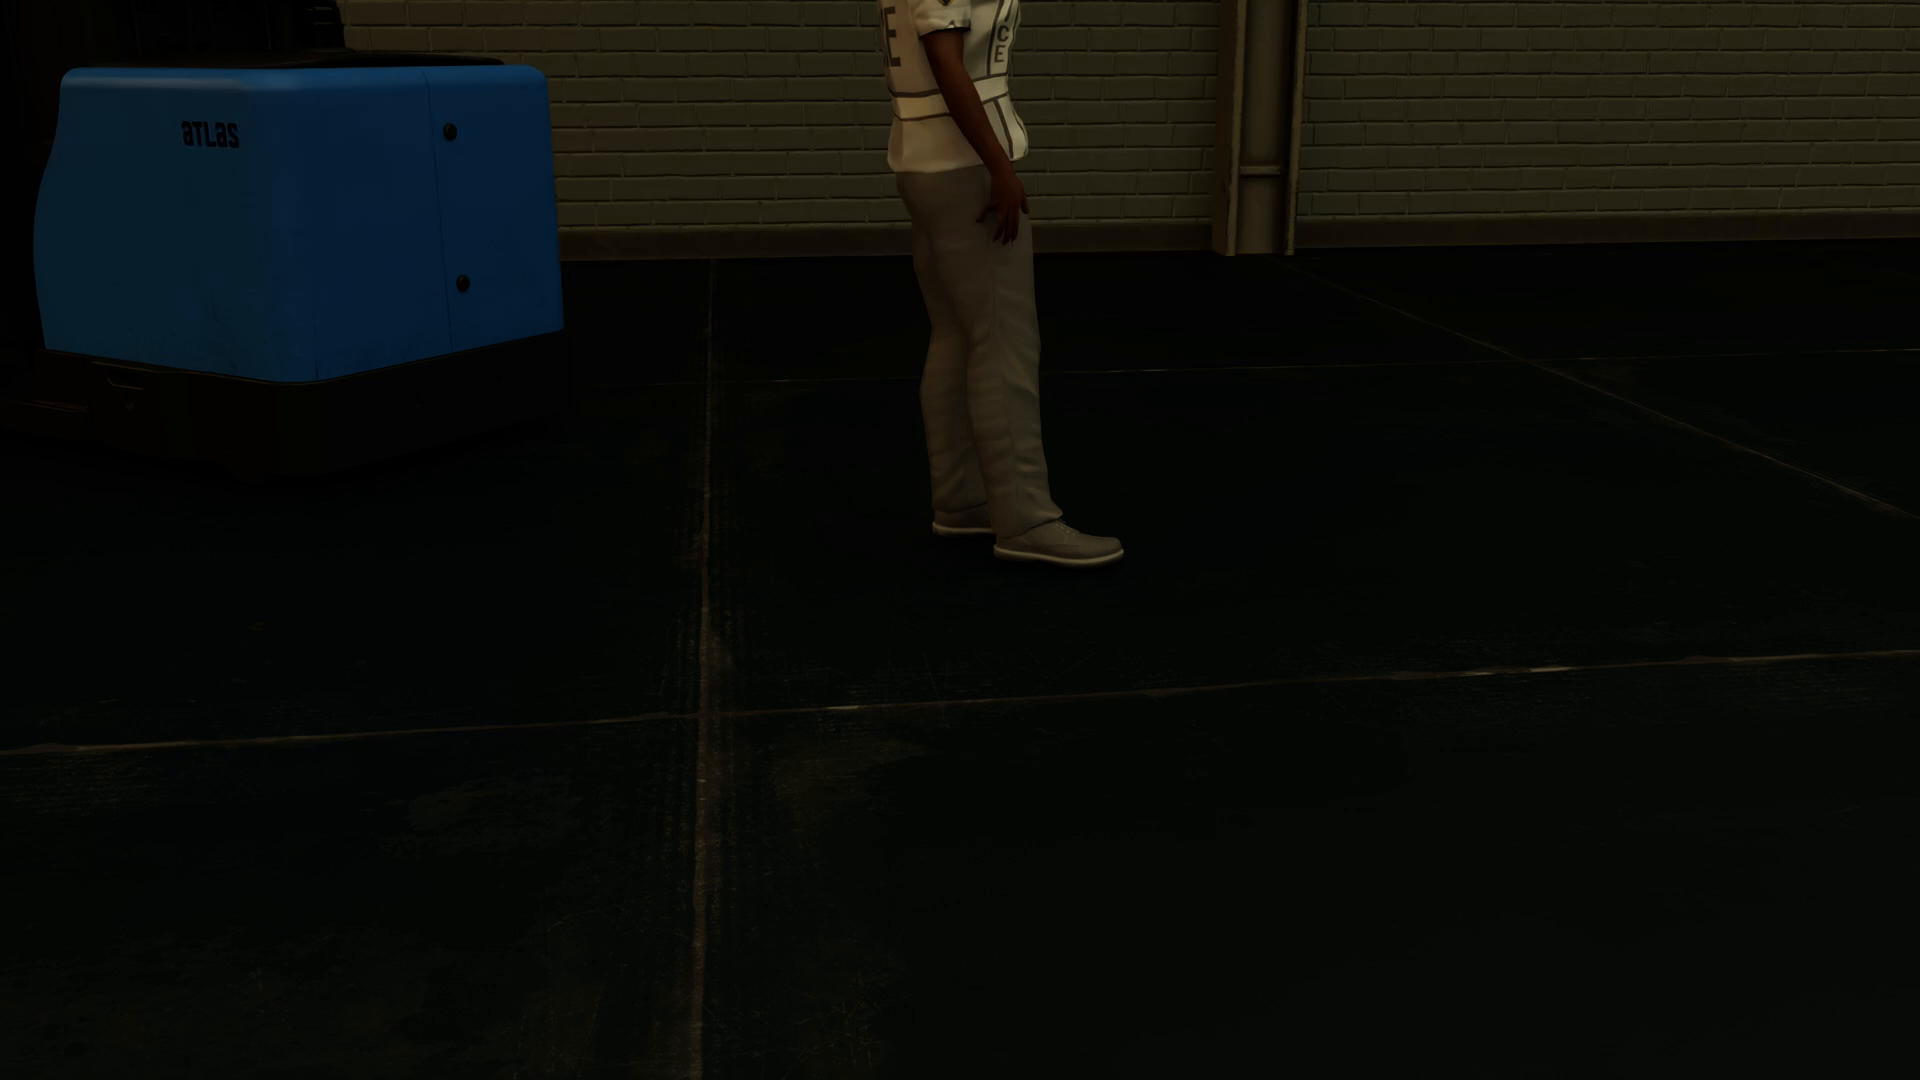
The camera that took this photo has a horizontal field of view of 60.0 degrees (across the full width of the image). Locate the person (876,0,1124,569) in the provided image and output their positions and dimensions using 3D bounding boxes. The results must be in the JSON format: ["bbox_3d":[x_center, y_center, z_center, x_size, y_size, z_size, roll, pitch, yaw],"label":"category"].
[{"bbox_3d":[0.077,-0.815,3.711,0.528,1.693,0.569,-2,17,-8],"label":"person"}]

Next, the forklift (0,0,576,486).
[{"bbox_3d":[-2.707,-1.835,4.974,3.031,2.935,1.130,9,19,28],"label":"forklift"}]
